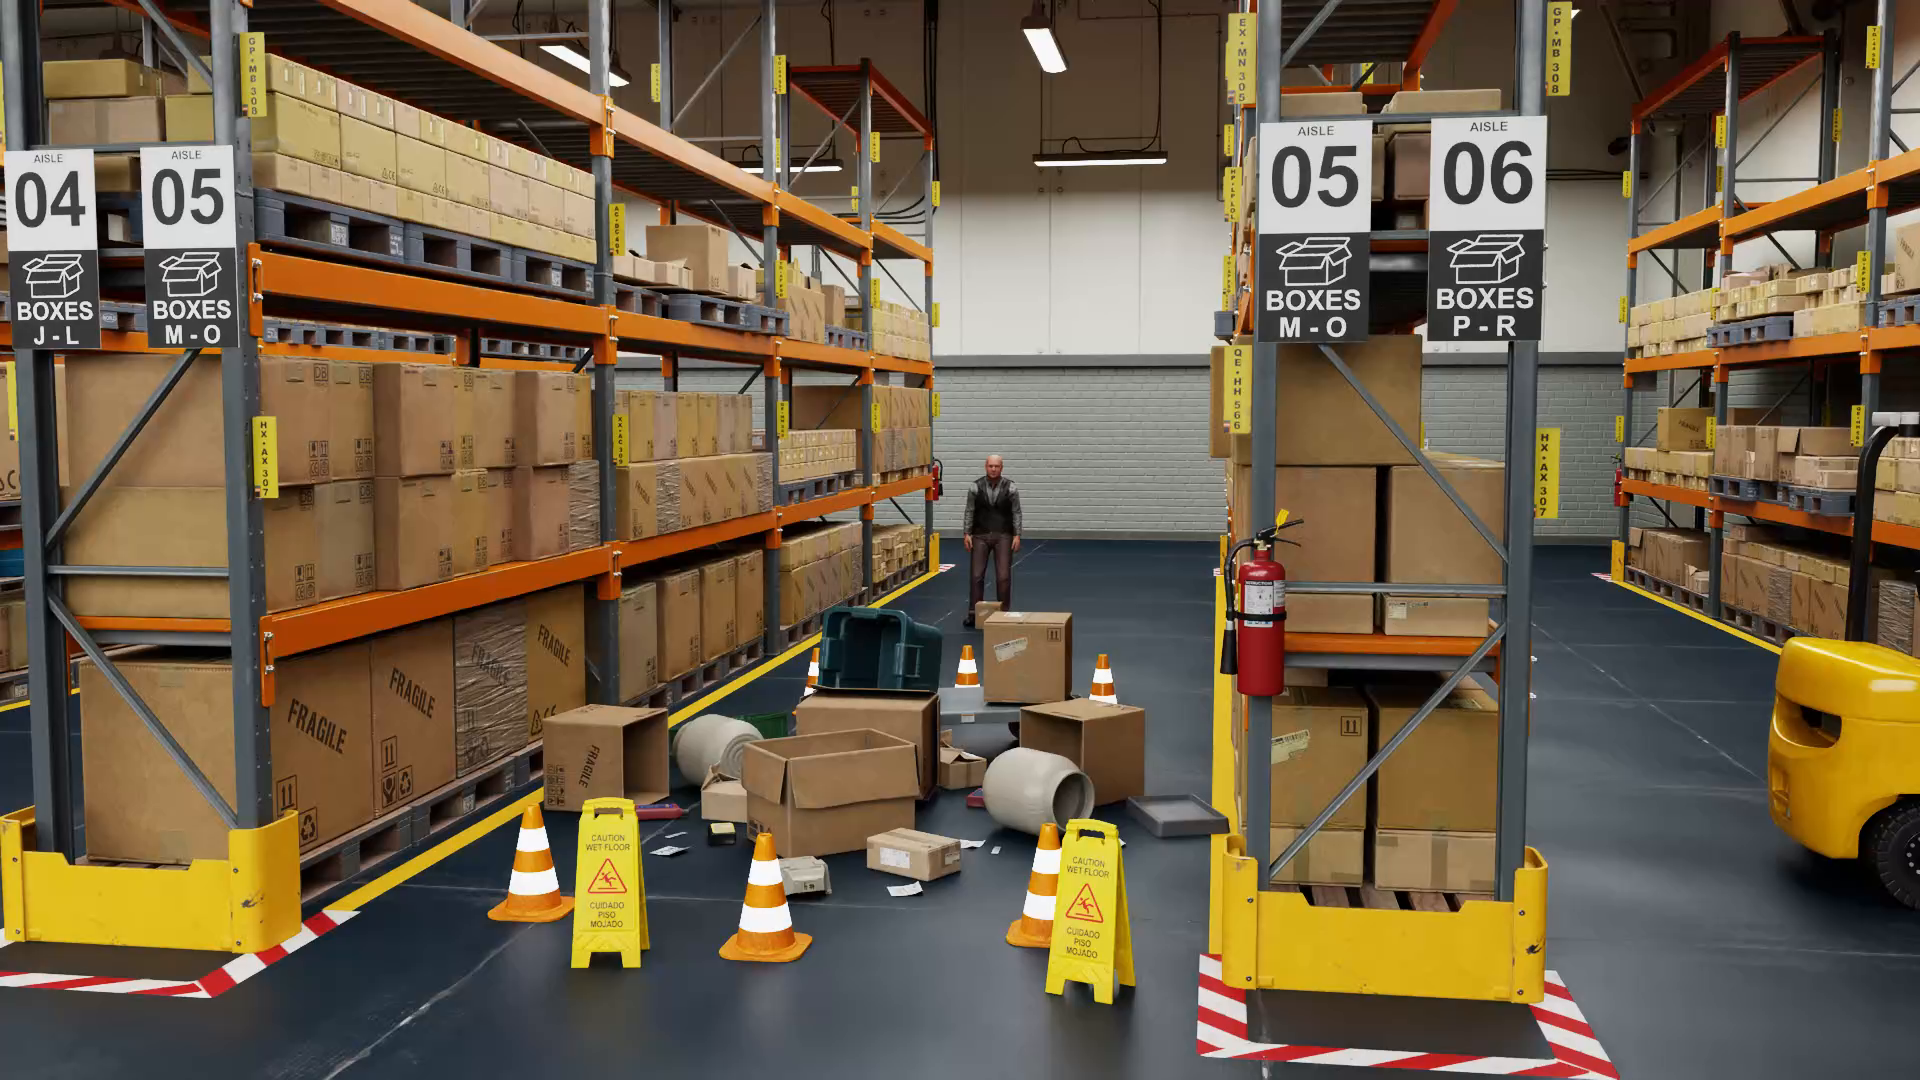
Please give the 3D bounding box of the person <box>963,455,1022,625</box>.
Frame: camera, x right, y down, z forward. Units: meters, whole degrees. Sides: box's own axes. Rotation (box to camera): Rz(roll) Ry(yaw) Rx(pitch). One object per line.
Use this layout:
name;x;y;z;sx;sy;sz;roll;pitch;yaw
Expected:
person;0.332;-0.003;16.812;0.592;1.722;0.412;0;4;6
